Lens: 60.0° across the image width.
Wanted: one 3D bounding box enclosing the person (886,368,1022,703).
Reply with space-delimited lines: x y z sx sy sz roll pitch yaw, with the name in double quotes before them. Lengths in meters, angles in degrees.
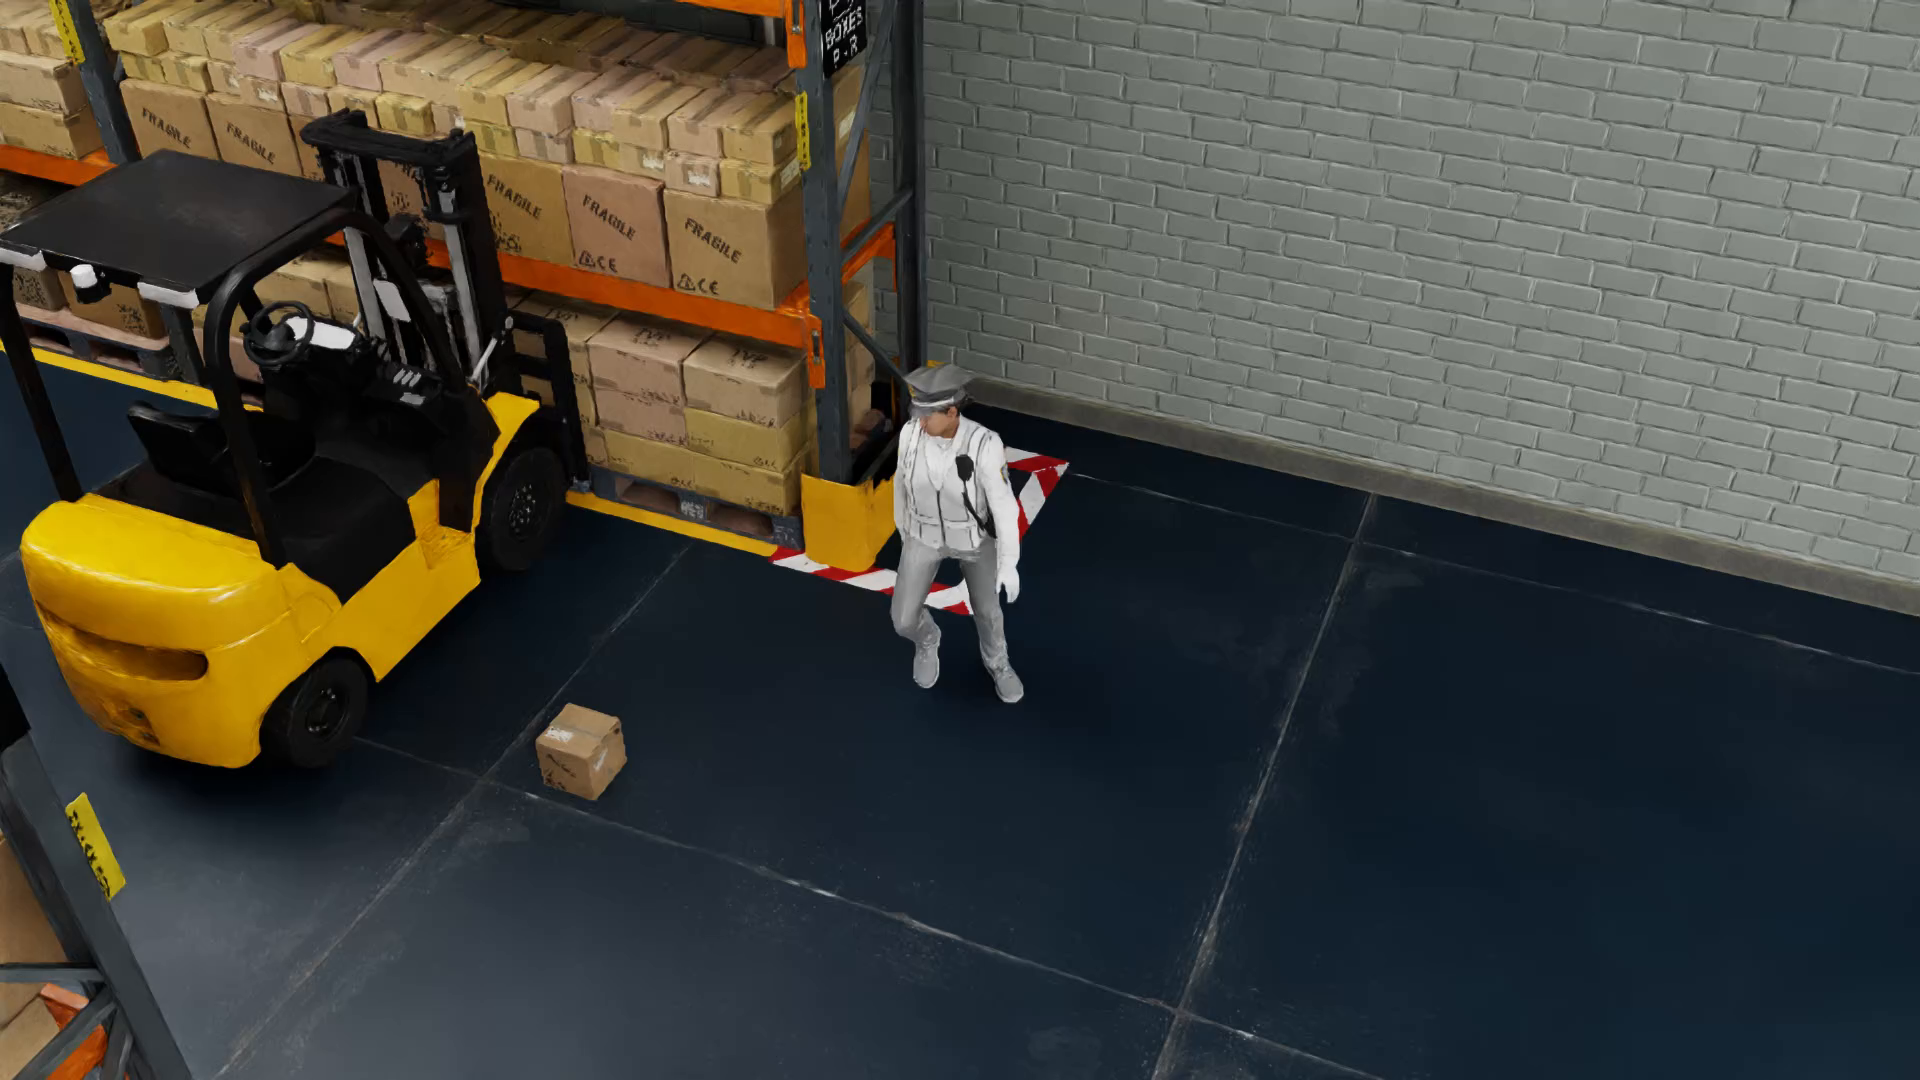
"person" -0.018 0.028 6.772 0.559 1.652 0.516 10 39 12
